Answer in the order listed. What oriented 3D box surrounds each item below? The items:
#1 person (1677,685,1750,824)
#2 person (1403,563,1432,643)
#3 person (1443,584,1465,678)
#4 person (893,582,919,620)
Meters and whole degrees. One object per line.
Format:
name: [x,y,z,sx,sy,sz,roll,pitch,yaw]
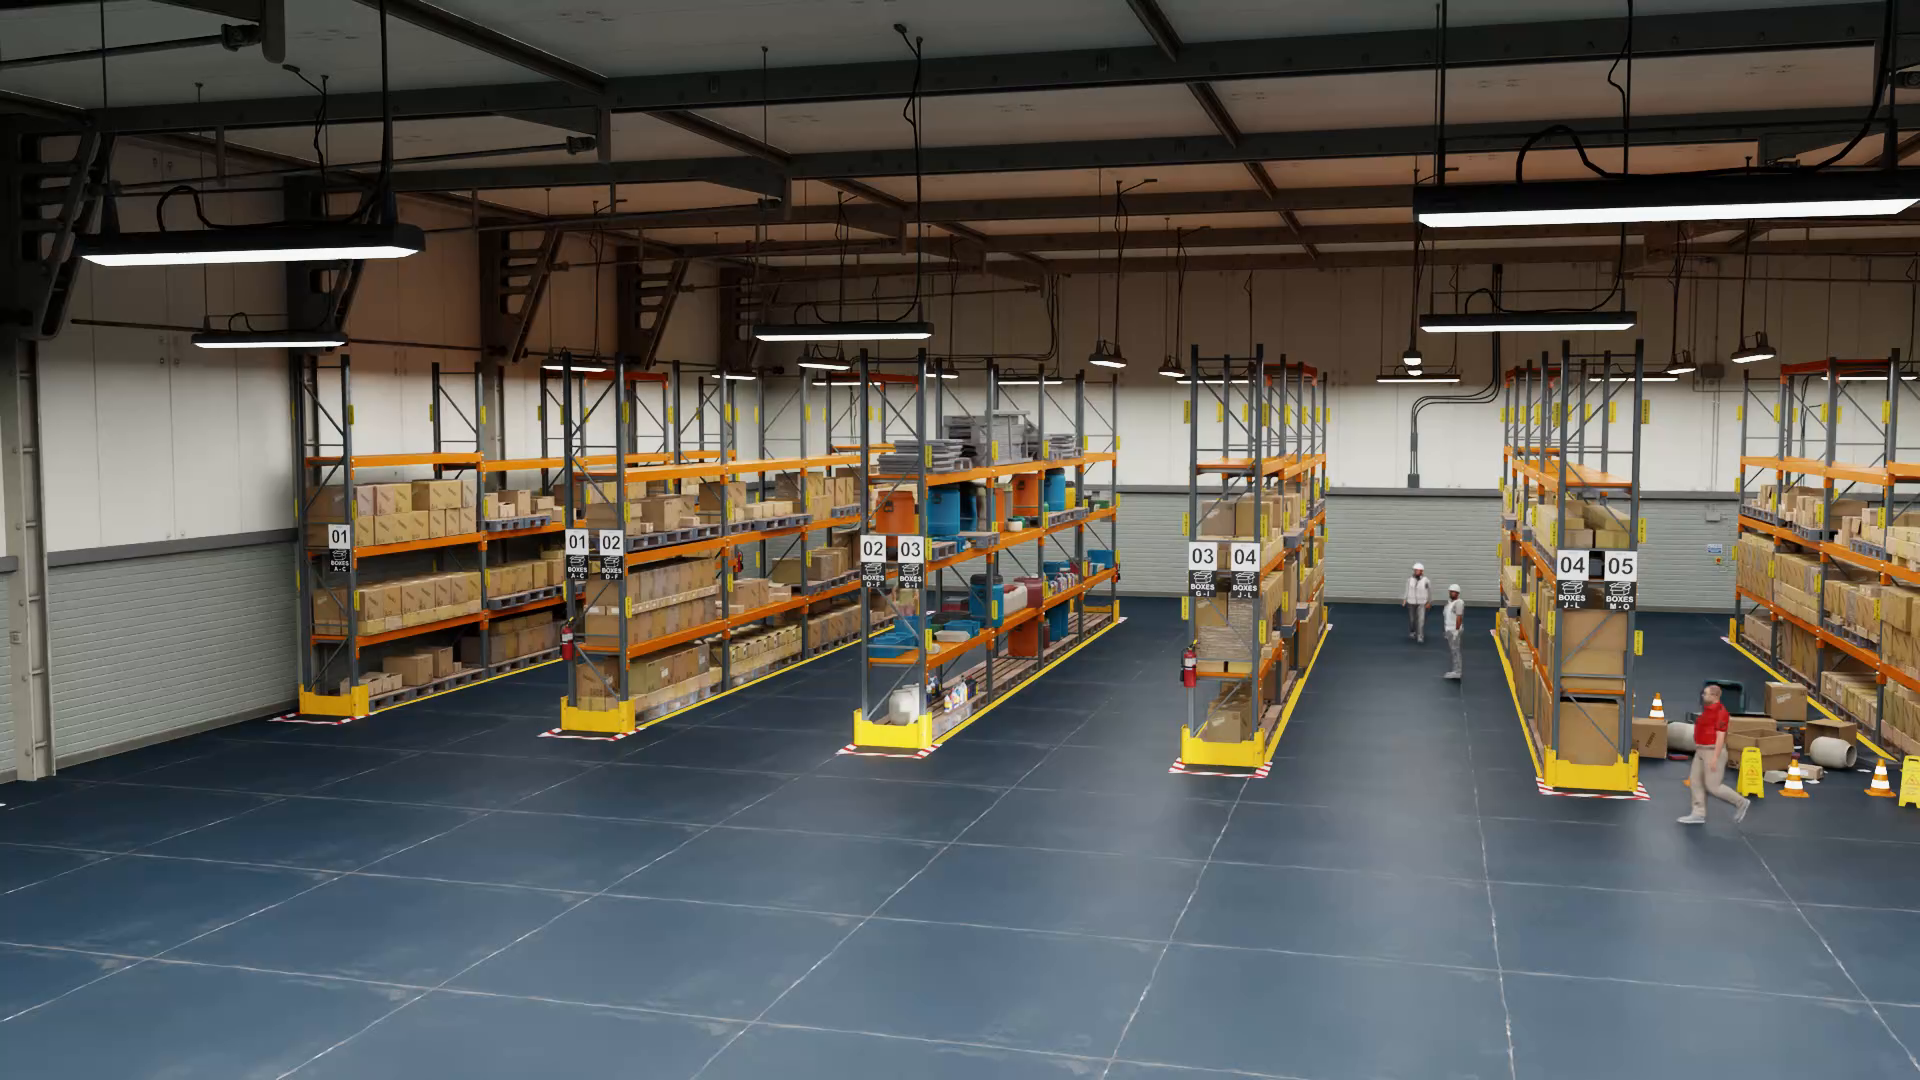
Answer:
person: [9.185,2.617,20.250,0.761,1.714,0.522,0,4,-6]
person: [10.094,1.383,36.693,0.624,1.735,0.988,1,4,14]
person: [9.388,1.731,31.649,0.377,1.787,0.598,1,4,12]
person: [-1.210,1.453,36.530,0.589,1.625,0.492,0,4,5]
